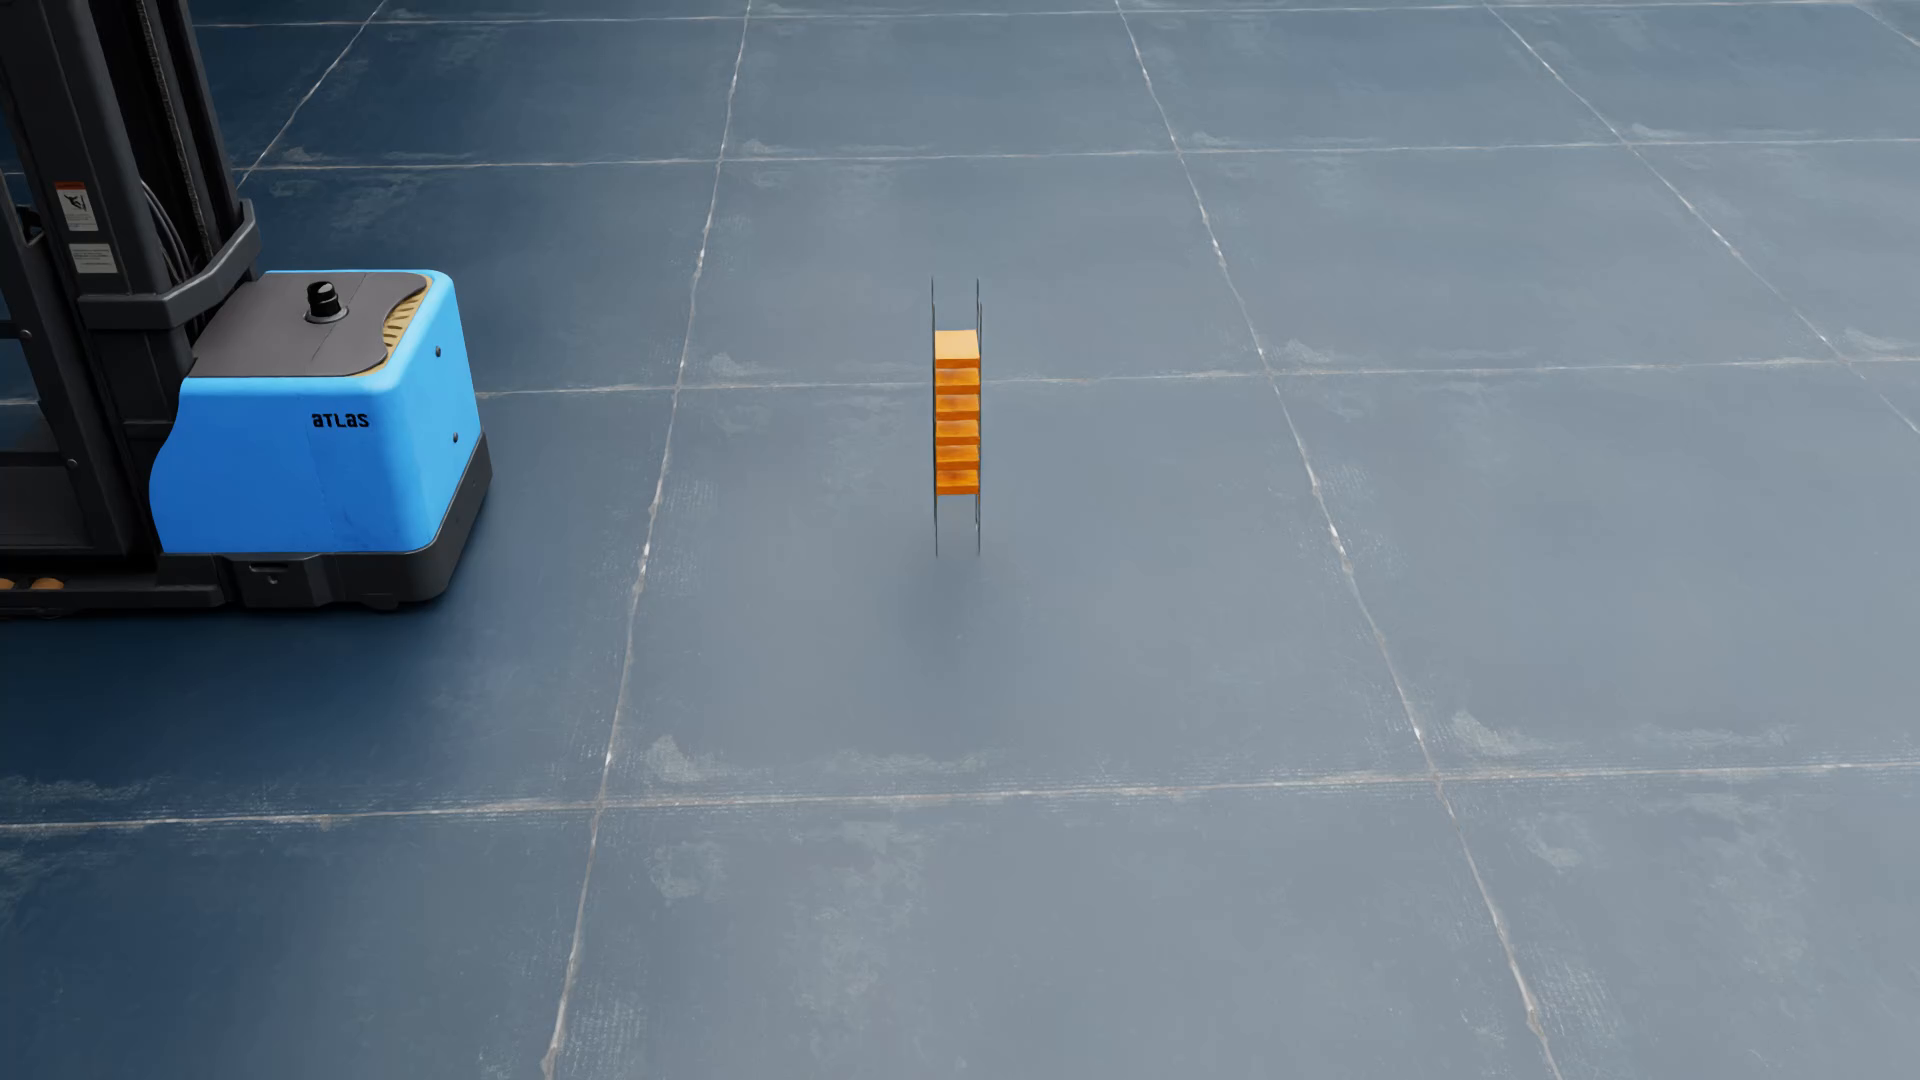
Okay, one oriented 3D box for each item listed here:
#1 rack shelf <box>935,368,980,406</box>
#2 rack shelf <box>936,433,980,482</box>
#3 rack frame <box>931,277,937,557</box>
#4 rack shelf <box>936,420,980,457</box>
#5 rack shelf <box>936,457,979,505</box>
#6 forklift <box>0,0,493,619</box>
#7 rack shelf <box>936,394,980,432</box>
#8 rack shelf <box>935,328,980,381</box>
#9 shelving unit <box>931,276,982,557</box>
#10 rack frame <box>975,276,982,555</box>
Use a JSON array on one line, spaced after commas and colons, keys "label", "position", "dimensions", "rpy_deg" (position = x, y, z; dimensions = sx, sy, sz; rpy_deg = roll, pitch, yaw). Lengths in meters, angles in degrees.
[{"label": "rack shelf", "position": [-0.014, -0.654, 6.797], "dimensions": [0.180, 0.103, 0.258], "rpy_deg": [-2, 35, -2]}, {"label": "rack shelf", "position": [-0.014, -0.358, 7.002], "dimensions": [0.180, 0.103, 0.258], "rpy_deg": [-2, 35, -2]}, {"label": "rack frame", "position": [-0.106, -0.491, 6.904], "dimensions": [0.006, 1.200, 0.240], "rpy_deg": [-2, 35, -2]}, {"label": "rack shelf", "position": [-0.014, -0.456, 6.933], "dimensions": [0.180, 0.103, 0.258], "rpy_deg": [-2, 35, -2]}, {"label": "rack shelf", "position": [-0.014, -0.259, 7.070], "dimensions": [0.180, 0.103, 0.258], "rpy_deg": [-2, 35, -2]}, {"label": "forklift", "position": [-3.630, -1.186, 6.388], "dimensions": [3.031, 2.935, 1.130], "rpy_deg": [0, 35, 0]}, {"label": "rack shelf", "position": [-0.014, -0.555, 6.865], "dimensions": [0.180, 0.103, 0.258], "rpy_deg": [-2, 35, -2]}, {"label": "rack shelf", "position": [-0.014, -0.752, 6.728], "dimensions": [0.180, 0.103, 0.258], "rpy_deg": [-2, 35, -2]}, {"label": "shelving unit", "position": [-0.014, -0.493, 6.908], "dimensions": [0.189, 1.200, 0.258], "rpy_deg": [-2, 35, -2]}, {"label": "rack frame", "position": [0.077, -0.495, 6.912], "dimensions": [0.006, 1.200, 0.240], "rpy_deg": [-2, 35, -2]}]
